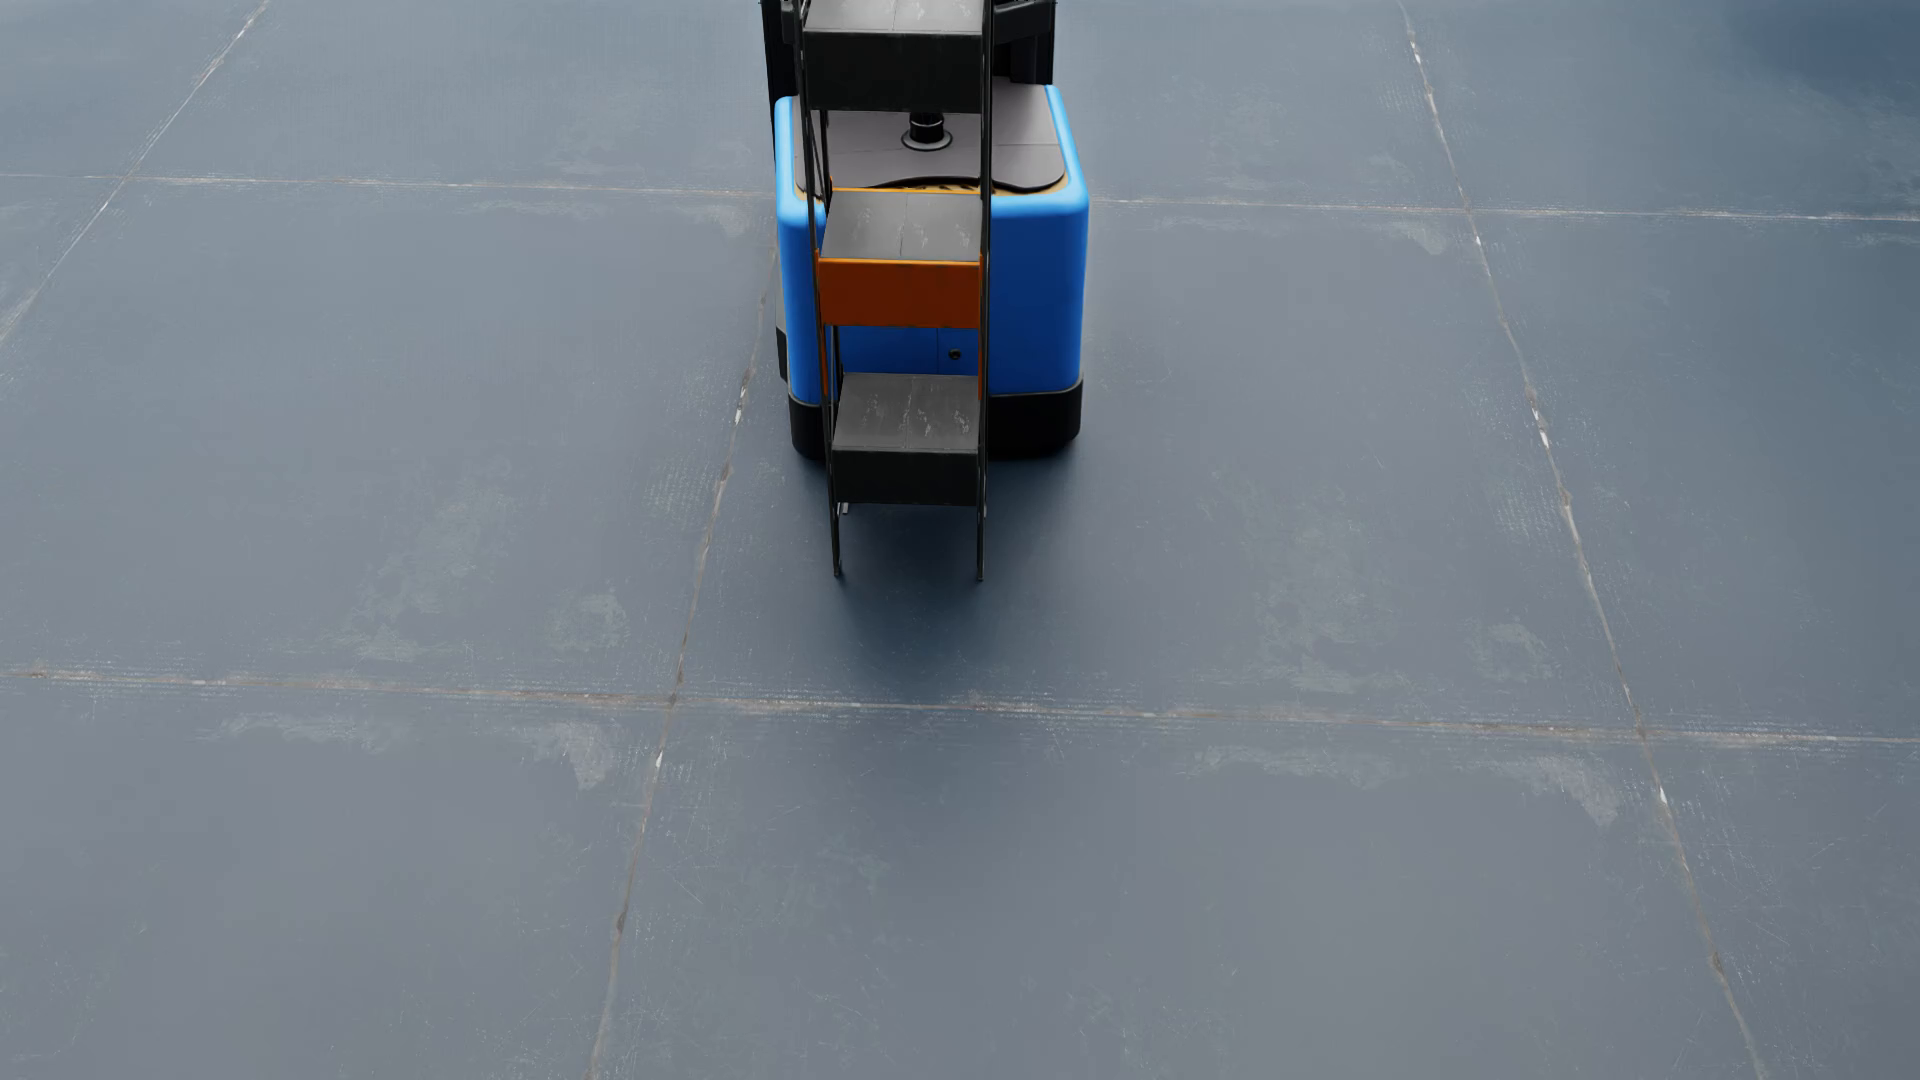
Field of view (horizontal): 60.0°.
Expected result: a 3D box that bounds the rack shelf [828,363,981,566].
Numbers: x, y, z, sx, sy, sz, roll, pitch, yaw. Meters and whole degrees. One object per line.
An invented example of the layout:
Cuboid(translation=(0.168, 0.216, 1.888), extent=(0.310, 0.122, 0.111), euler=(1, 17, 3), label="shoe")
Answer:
Cuboid(translation=(-0.165, -0.251, 5.526), extent=(0.480, 0.518, 0.431), euler=(2, 43, 2), label="rack shelf")

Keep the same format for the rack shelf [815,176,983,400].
Cuboid(translation=(-0.165, -0.763, 5.049), extent=(0.480, 0.518, 0.431), euler=(2, 43, 2), label="rack shelf")

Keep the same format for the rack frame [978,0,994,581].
Cuboid(translation=(0.078, -0.766, 5.032), extent=(0.015, 2.100, 0.400), euler=(2, 43, 2), label="rack frame")

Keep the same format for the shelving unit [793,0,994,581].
Cuboid(translation=(-0.165, -0.773, 5.040), extent=(0.503, 2.100, 0.431), euler=(2, 43, 2), label="shelving unit")

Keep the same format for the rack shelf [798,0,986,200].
Cuboid(translation=(-0.165, -1.276, 4.572), extent=(0.480, 0.518, 0.431), euler=(2, 43, 2), label="rack shelf")

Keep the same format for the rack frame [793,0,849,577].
Cuboid(translation=(-0.409, -0.781, 5.048), extent=(0.015, 2.100, 0.400), euler=(2, 43, 2), label="rack frame")

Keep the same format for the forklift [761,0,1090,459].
Cuboid(translation=(-0.213, -2.363, 6.137), extent=(1.130, 2.935, 3.031), euler=(-4, 43, -4), label="forklift")
